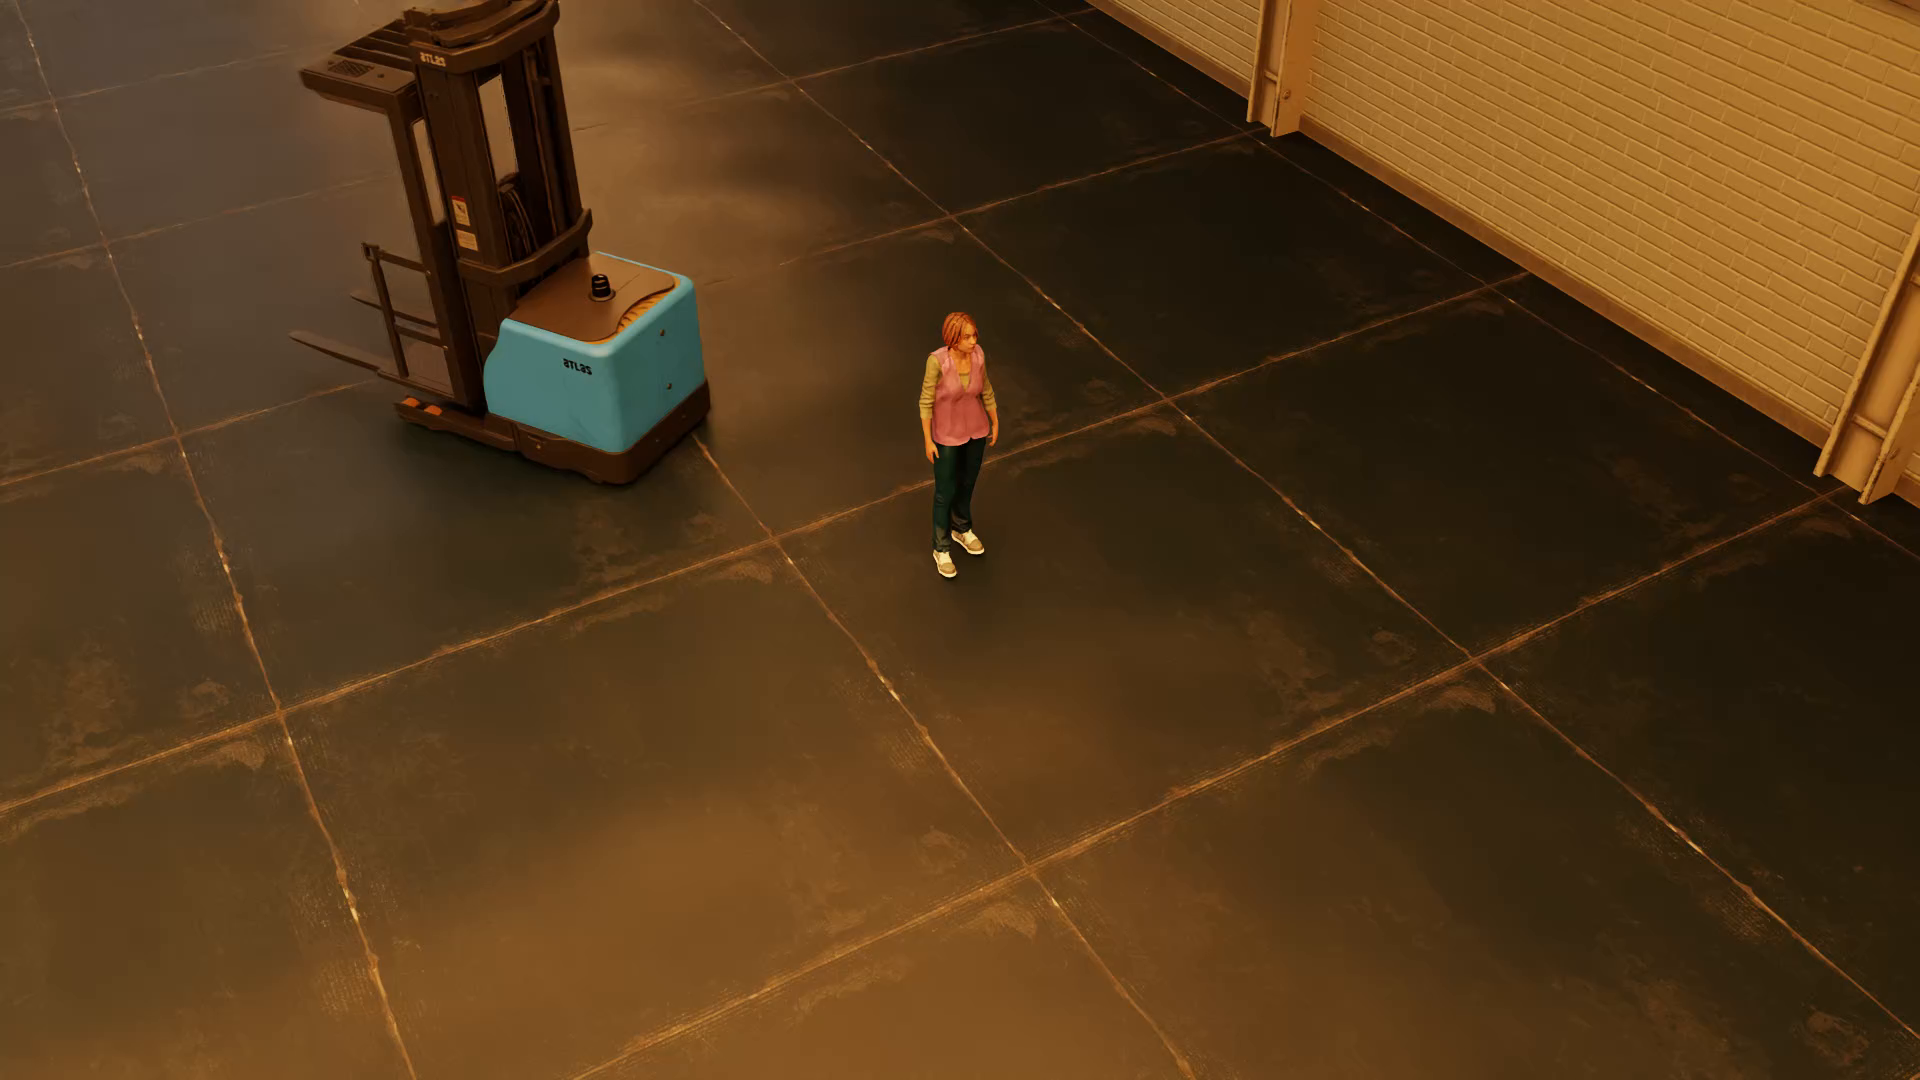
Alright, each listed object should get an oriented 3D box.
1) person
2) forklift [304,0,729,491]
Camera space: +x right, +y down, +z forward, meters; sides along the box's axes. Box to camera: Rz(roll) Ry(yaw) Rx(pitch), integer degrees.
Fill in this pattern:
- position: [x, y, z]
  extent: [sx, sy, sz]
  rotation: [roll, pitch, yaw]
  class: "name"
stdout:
- position: [0.025, -0.575, 9.762]
  extent: [0.520, 1.600, 0.472]
  rotation: [-20, 44, -23]
  class: "person"
- position: [-3.109, -2.103, 10.572]
  extent: [3.031, 2.935, 1.130]
  rotation: [18, 43, 21]
  class: "forklift"
